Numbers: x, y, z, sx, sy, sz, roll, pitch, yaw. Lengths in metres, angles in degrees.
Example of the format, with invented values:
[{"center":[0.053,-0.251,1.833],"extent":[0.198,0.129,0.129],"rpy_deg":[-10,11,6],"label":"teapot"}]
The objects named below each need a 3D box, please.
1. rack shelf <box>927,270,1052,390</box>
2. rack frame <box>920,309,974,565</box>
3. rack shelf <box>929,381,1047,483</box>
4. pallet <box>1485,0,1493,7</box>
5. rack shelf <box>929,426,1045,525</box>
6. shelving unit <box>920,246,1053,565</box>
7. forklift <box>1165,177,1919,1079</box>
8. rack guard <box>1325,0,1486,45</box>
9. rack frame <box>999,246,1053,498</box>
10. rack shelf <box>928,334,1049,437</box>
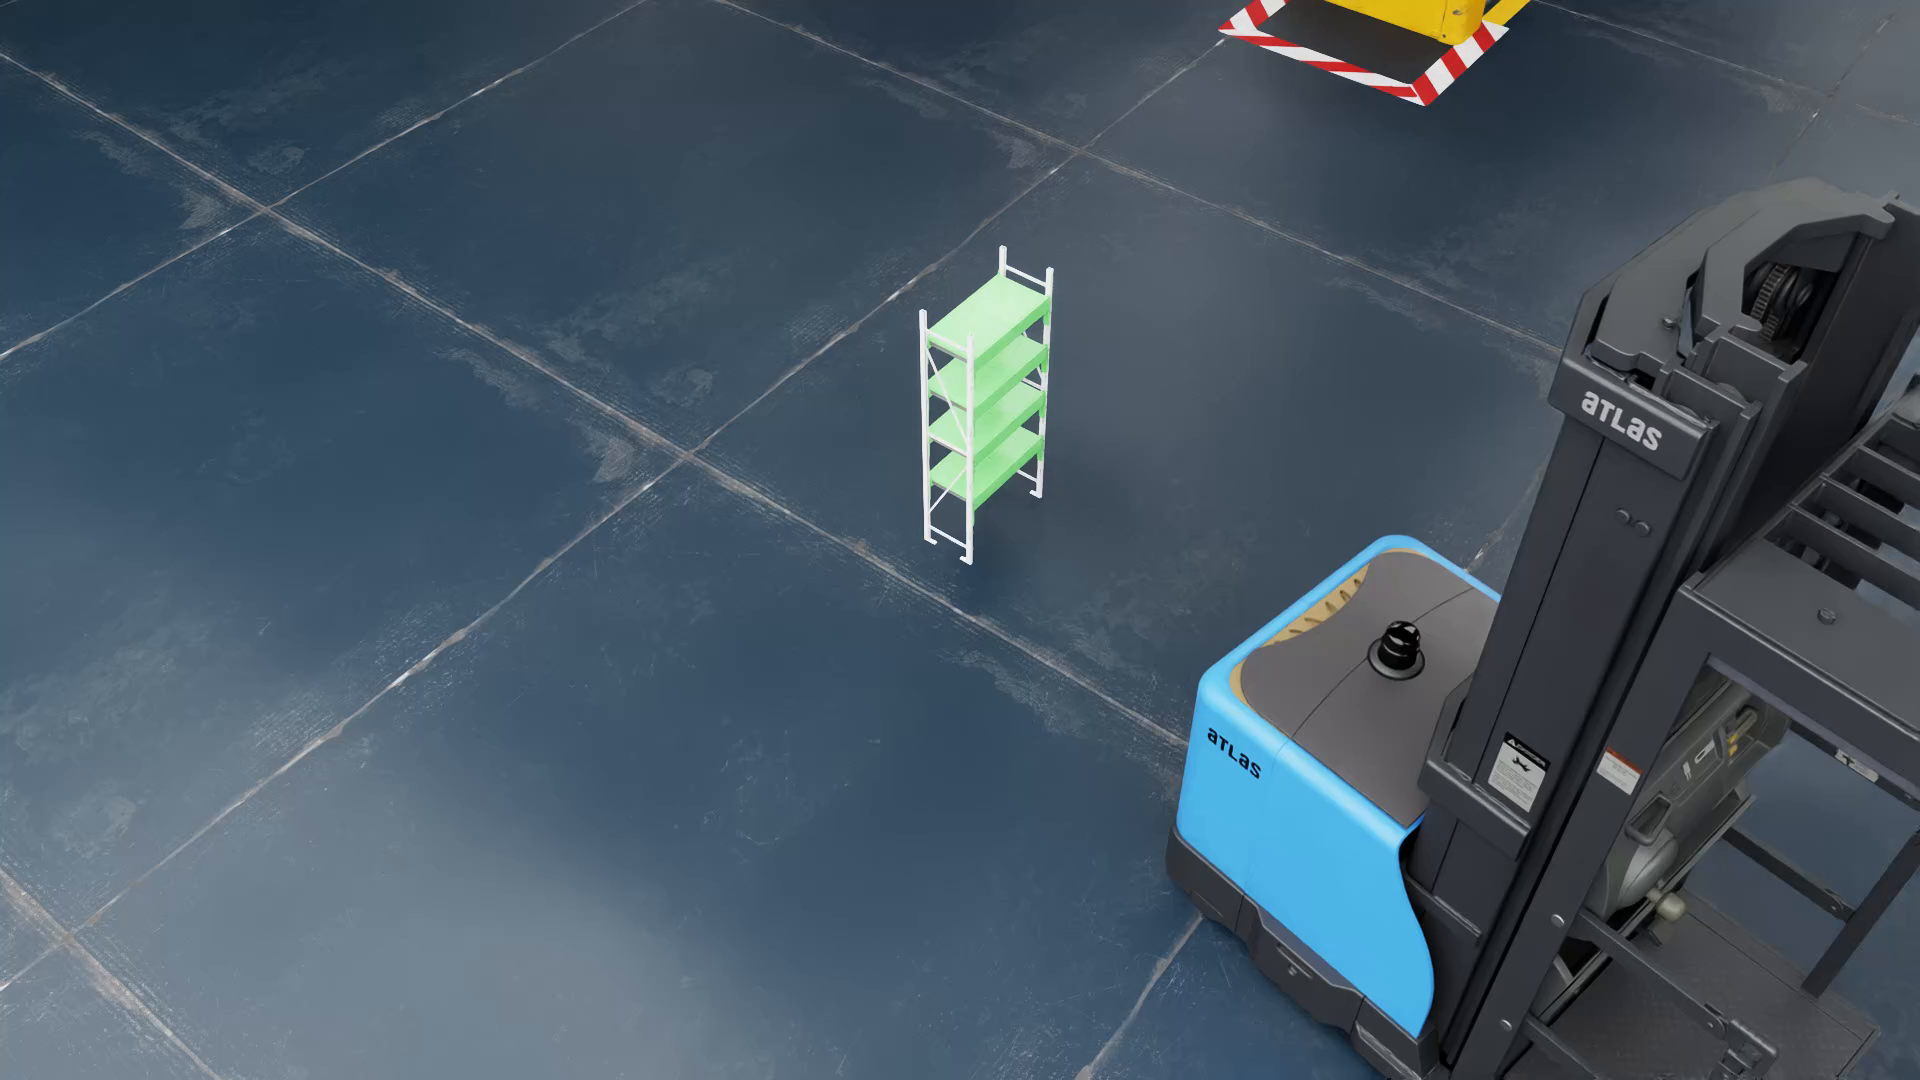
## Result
[{"center":[0.101,-0.797,6.270],"extent":[0.258,0.148,0.480],"rpy_deg":[29,53,25],"label":"rack shelf"},{"center":[-0.048,-0.370,6.438],"extent":[0.240,1.200,0.015],"rpy_deg":[29,53,25],"label":"rack frame"},{"center":[0.101,-0.465,6.618],"extent":[0.258,0.148,0.480],"rpy_deg":[29,53,25],"label":"rack shelf"},{"center":[3.029,-3.747,10.348],"extent":[1.003,0.211,1.213],"rpy_deg":[29,53,25],"label":"pallet"},{"center":[0.101,-0.299,6.791],"extent":[0.258,0.148,0.480],"rpy_deg":[29,53,25],"label":"rack shelf"},{"center":[0.101,-0.509,6.571],"extent":[0.258,1.200,0.503],"rpy_deg":[29,53,25],"label":"shelving unit"},{"center":[2.066,0.712,4.207],"extent":[1.130,2.935,3.031],"rpy_deg":[-33,55,-27],"label":"forklift"},{"center":[2.528,-3.384,9.802],"extent":[1.175,0.500,0.348],"rpy_deg":[29,53,25],"label":"rack guard"},{"center":[0.250,-0.649,6.705],"extent":[0.240,1.200,0.015],"rpy_deg":[29,53,25],"label":"rack frame"},{"center":[0.101,-0.631,6.444],"extent":[0.258,0.148,0.480],"rpy_deg":[29,53,25],"label":"rack shelf"}]
